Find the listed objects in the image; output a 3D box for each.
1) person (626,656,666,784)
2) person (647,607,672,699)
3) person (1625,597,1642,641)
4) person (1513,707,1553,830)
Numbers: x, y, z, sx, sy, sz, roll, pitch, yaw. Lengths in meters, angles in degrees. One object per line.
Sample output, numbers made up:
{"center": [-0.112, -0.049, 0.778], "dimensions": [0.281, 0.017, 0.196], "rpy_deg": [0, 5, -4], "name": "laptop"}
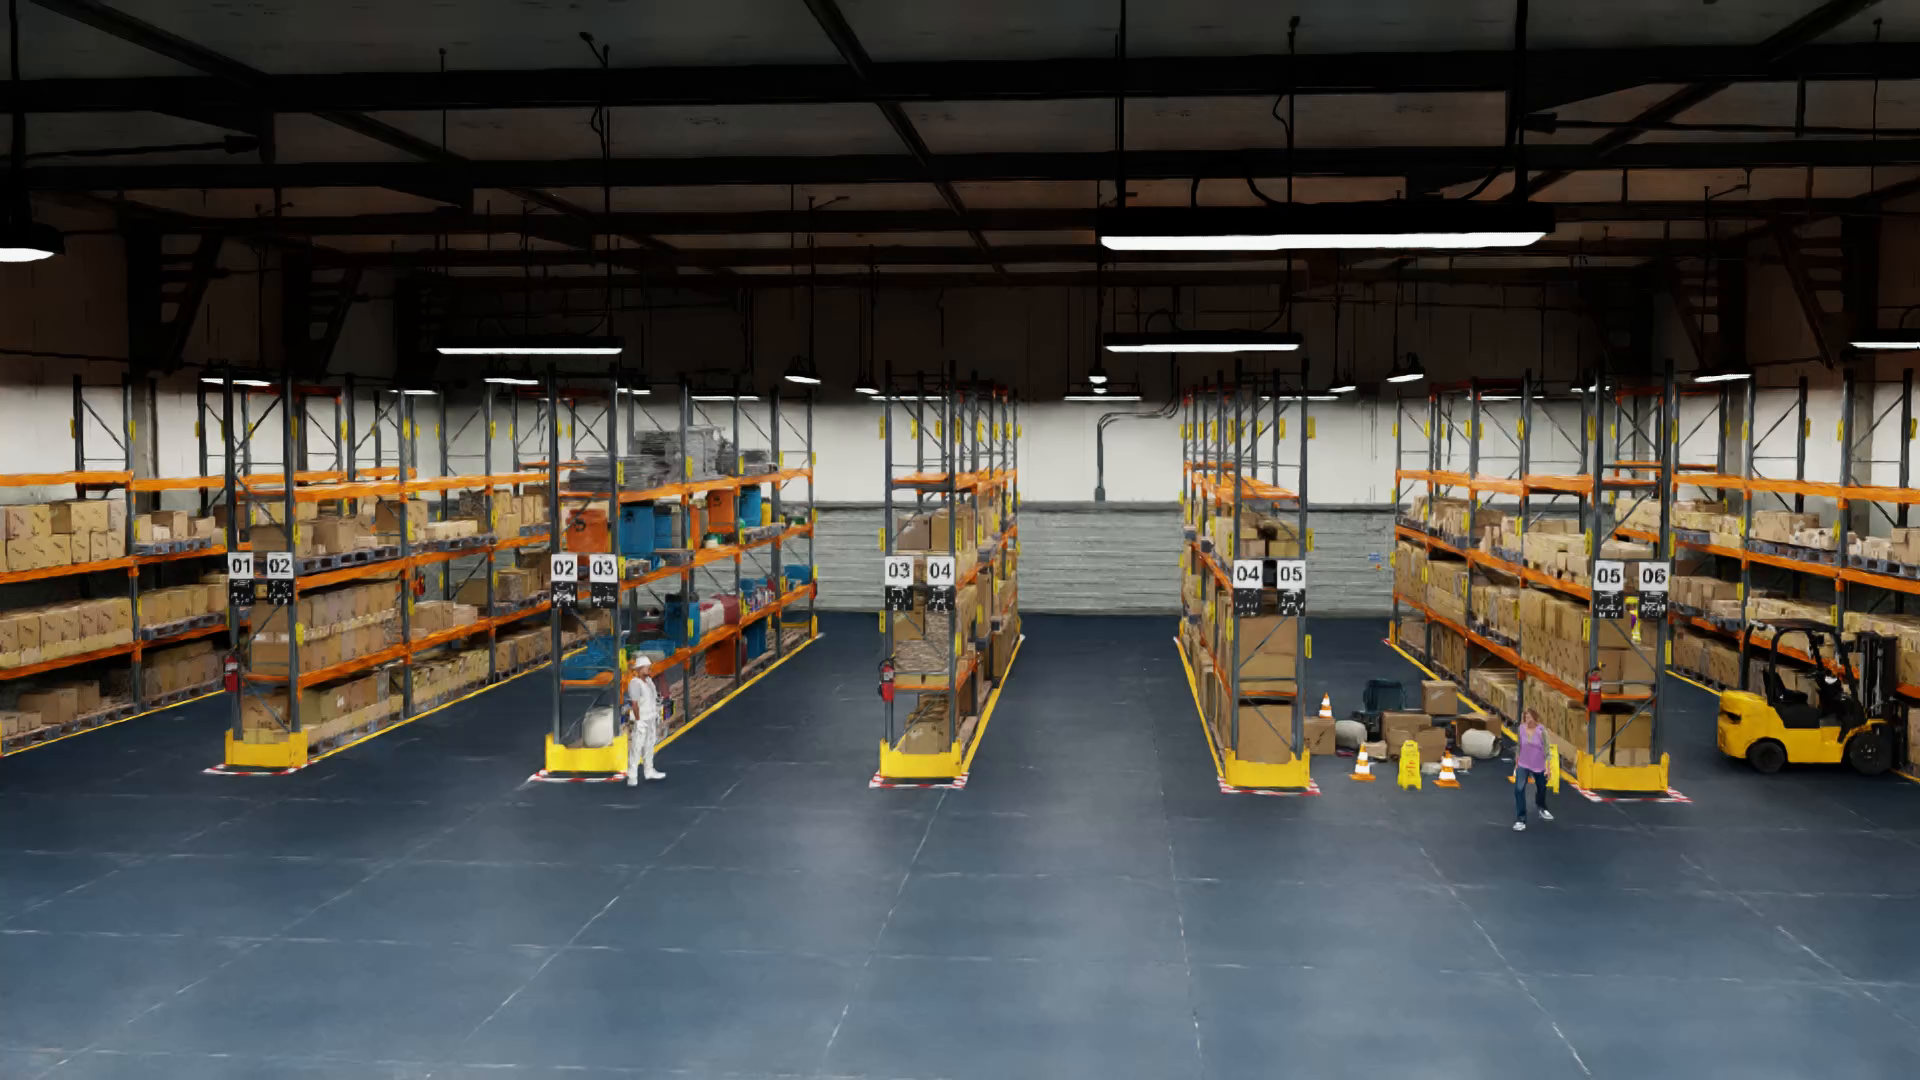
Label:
{"center": [-4.492, 2.535, 23.651], "dimensions": [0.406, 1.782, 0.717], "rpy_deg": [1, 4, 16], "name": "person"}
{"center": [-5.415, 2.015, 29.410], "dimensions": [0.610, 1.667, 0.617], "rpy_deg": [-1, 4, -8], "name": "person"}
{"center": [13.078, 1.971, 32.491], "dimensions": [0.585, 1.763, 0.680], "rpy_deg": [2, 4, 29], "name": "person"}
{"center": [7.234, 2.847, 20.982], "dimensions": [0.455, 1.531, 0.867], "rpy_deg": [2, 4, 26], "name": "person"}
